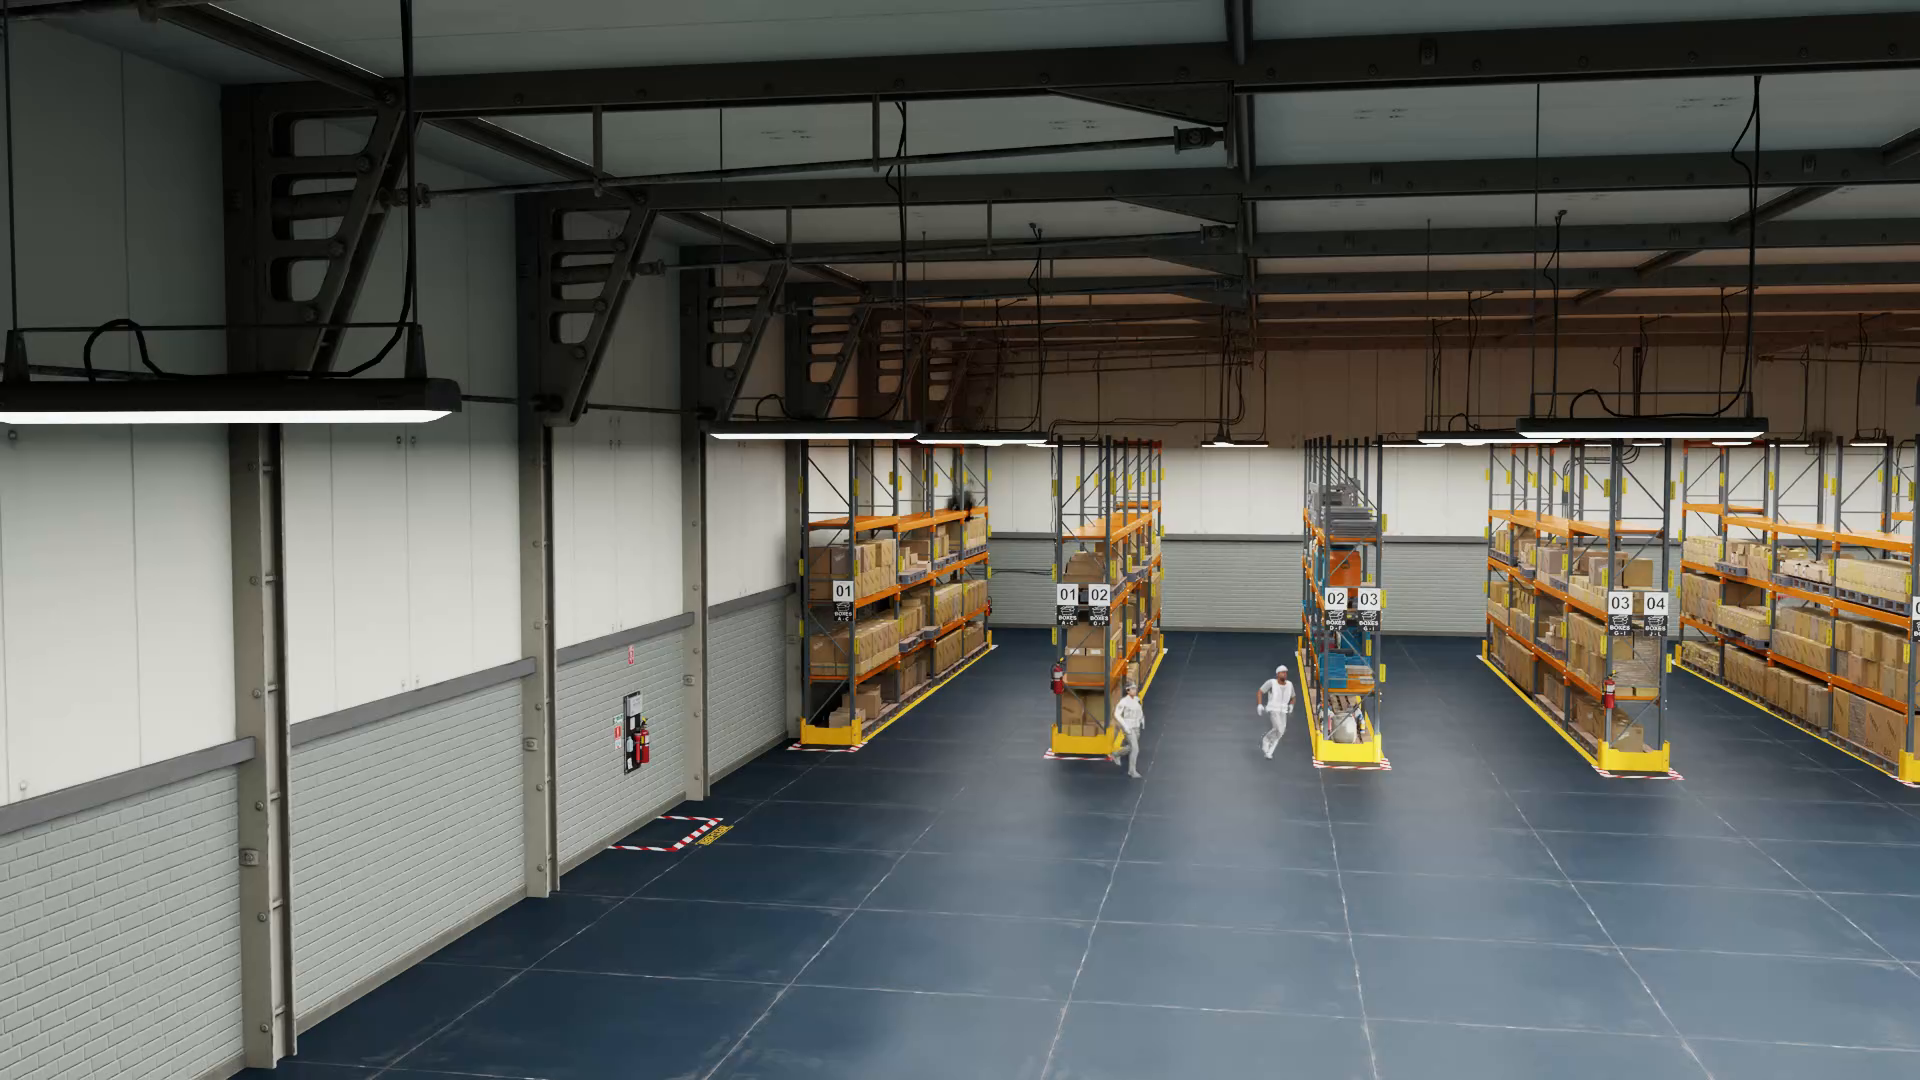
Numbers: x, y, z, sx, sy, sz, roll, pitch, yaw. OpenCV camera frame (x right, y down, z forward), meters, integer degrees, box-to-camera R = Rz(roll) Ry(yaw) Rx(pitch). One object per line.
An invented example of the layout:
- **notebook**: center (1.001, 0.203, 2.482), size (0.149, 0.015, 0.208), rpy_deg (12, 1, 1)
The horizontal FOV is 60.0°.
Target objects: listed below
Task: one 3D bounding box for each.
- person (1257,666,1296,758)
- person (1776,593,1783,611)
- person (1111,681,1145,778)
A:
- **person**: center (5.922, 3.194, 30.829), size (0.727, 1.710, 0.586), rpy_deg (-1, 3, -18)
- **person**: center (22.354, 2.372, 45.334), size (0.852, 1.823, 0.646), rpy_deg (1, 3, 14)
- **person**: center (2.938, 3.311, 29.318), size (0.628, 1.702, 0.701), rpy_deg (-3, 4, -43)
